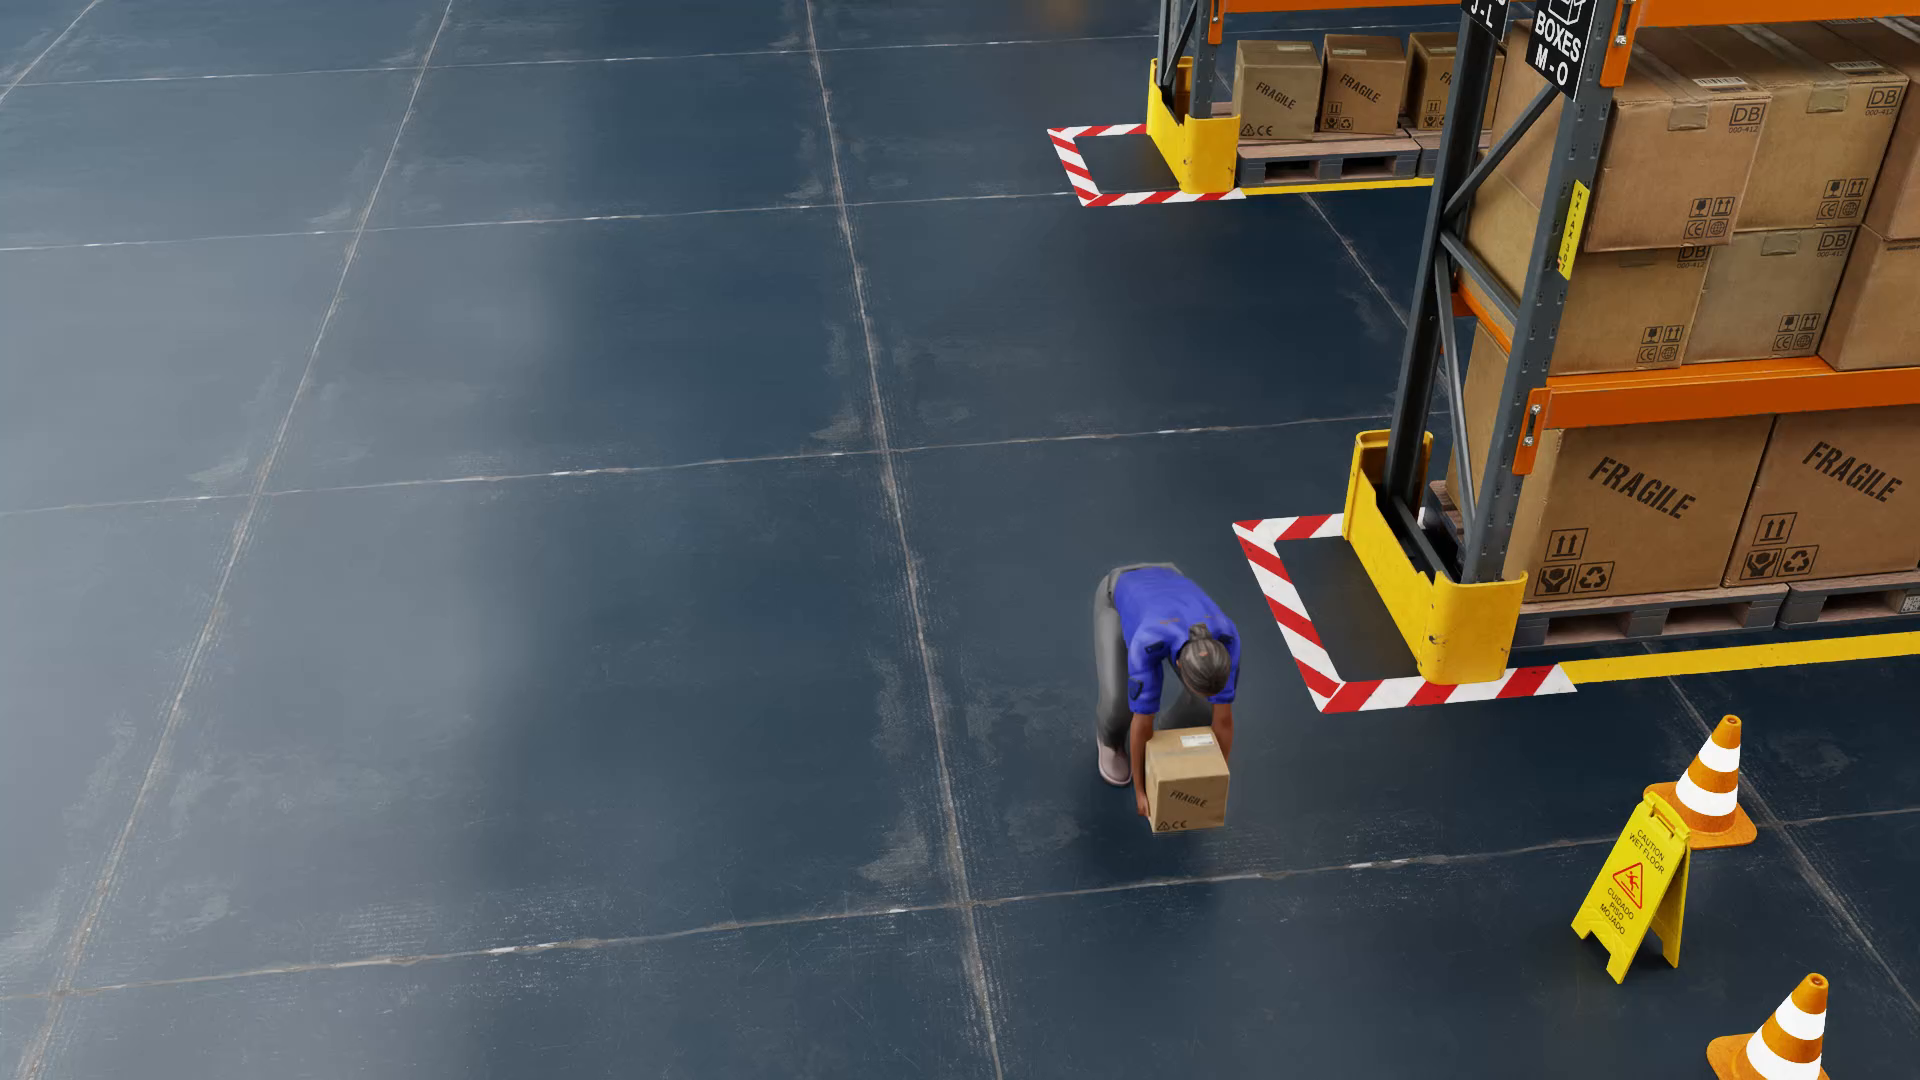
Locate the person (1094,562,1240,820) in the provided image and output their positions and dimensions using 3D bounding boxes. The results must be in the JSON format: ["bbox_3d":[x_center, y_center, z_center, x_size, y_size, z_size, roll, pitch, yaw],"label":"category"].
[{"bbox_3d":[0.741,0.541,5.982,0.468,0.969,0.861,-6,35,-8],"label":"person"}]
